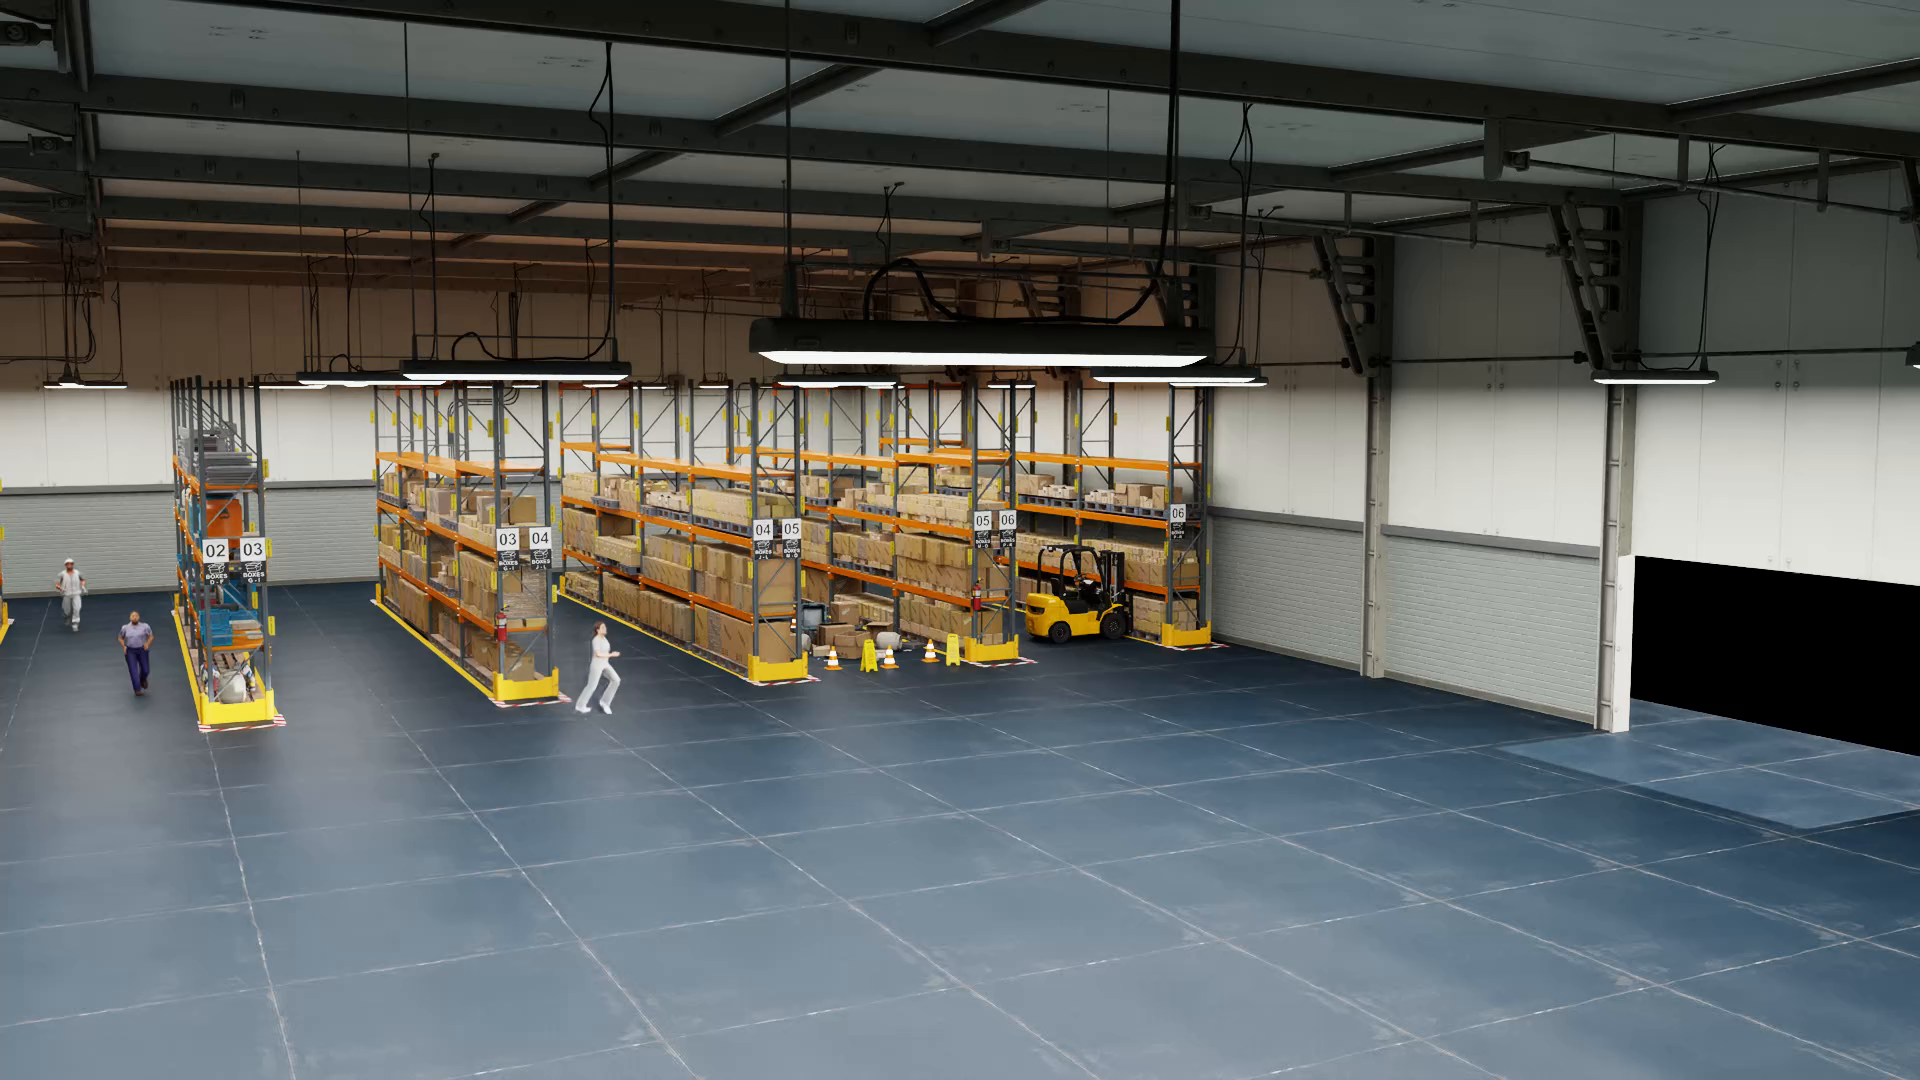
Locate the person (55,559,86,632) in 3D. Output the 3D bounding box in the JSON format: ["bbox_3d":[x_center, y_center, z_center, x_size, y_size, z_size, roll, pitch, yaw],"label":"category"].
[{"bbox_3d":[-21.237,1.320,39.744,0.663,1.746,0.771,-4,6,-36],"label":"person"}]

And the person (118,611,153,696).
[{"bbox_3d":[-15.571,2.172,31.442,0.594,1.519,0.537,-3,6,-27],"label":"person"}]

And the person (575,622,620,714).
[{"bbox_3d":[-6.398,2.266,29.506,0.850,1.666,0.577,1,5,14],"label":"person"}]
